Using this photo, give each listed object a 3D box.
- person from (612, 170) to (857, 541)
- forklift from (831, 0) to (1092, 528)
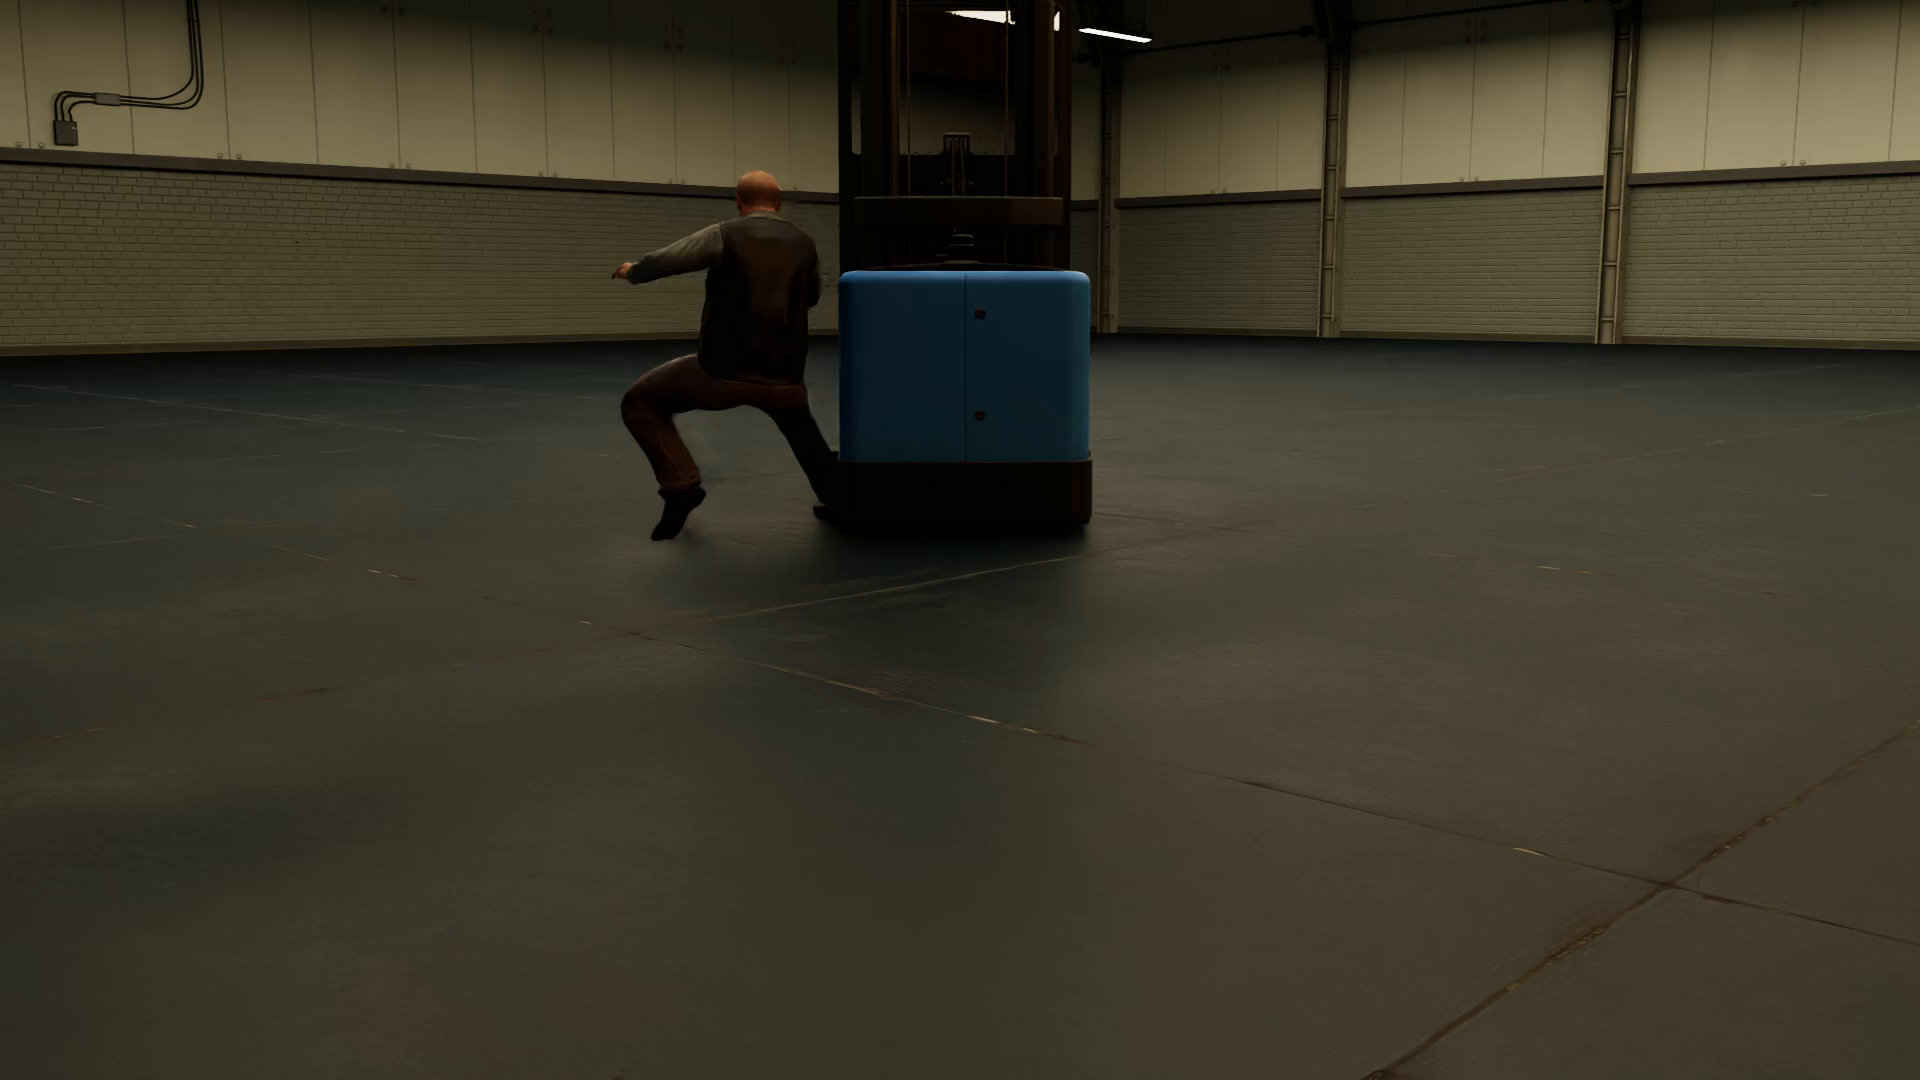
[{"bbox_3d":[-0.885,-0.753,6.849,0.992,1.498,0.759,-4,9,-25],"label":"person"},{"bbox_3d":[-0.034,-1.682,8.044,1.130,2.935,3.031,0,9,-2],"label":"forklift"}]
